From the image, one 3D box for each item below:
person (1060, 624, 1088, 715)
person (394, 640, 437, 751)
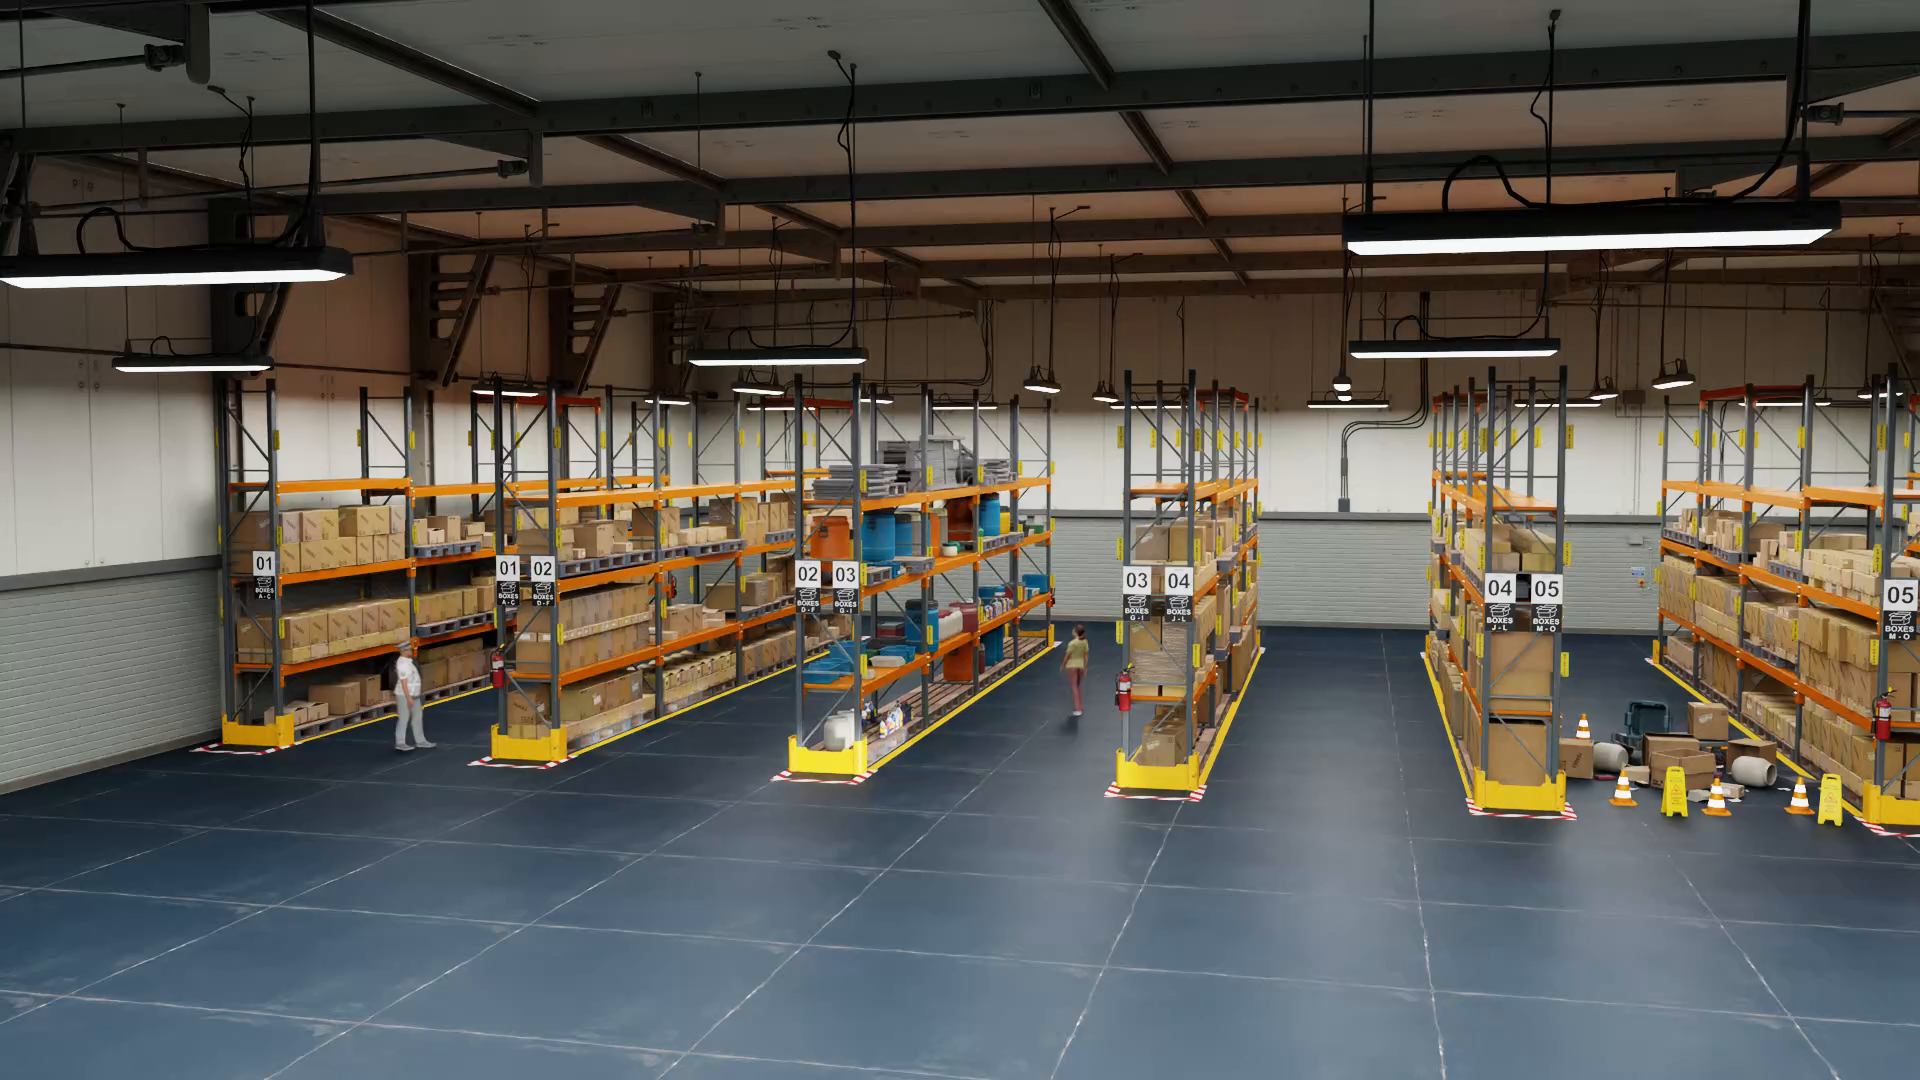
[{"bbox_3d":[2.086,2.376,30.205,0.481,1.716,0.530,-2,4,-27],"label":"person"},{"bbox_3d":[-8.841,2.511,26.904,0.591,1.766,0.582,0,3,4],"label":"person"}]
